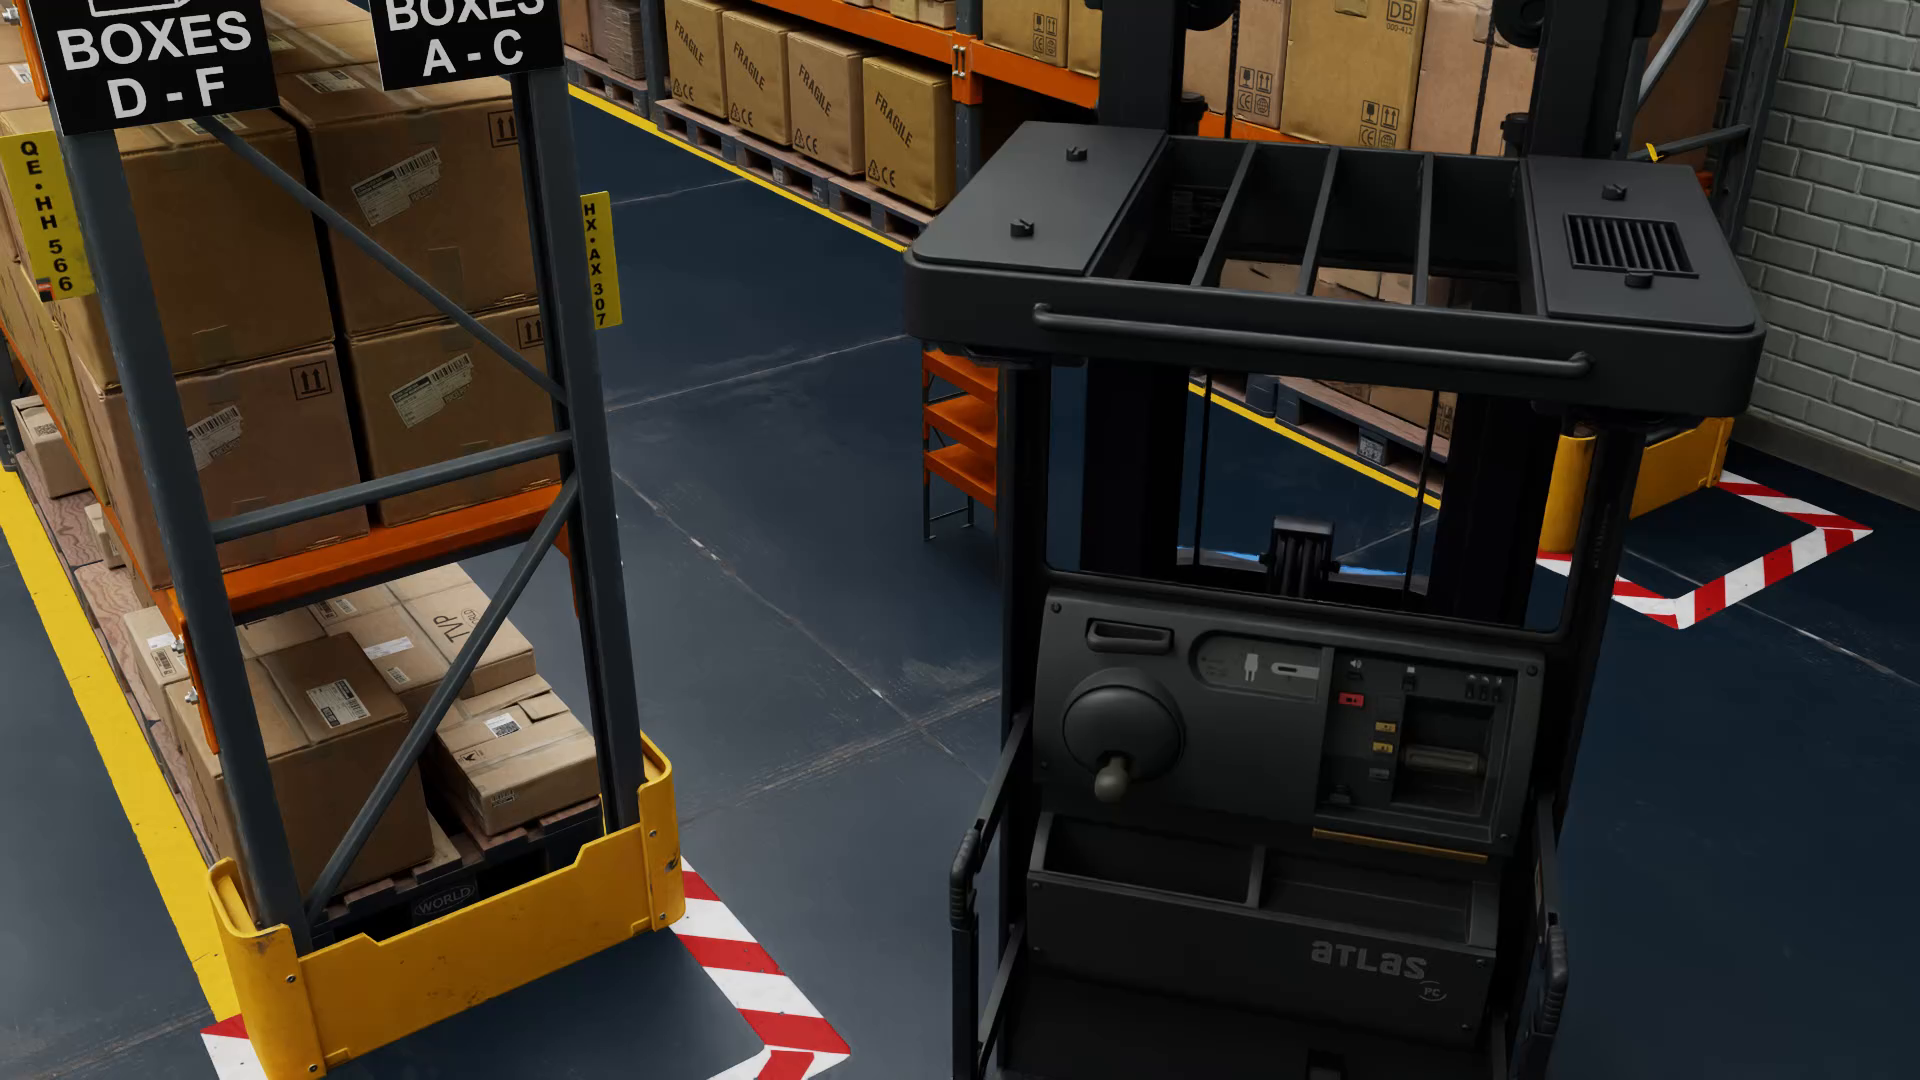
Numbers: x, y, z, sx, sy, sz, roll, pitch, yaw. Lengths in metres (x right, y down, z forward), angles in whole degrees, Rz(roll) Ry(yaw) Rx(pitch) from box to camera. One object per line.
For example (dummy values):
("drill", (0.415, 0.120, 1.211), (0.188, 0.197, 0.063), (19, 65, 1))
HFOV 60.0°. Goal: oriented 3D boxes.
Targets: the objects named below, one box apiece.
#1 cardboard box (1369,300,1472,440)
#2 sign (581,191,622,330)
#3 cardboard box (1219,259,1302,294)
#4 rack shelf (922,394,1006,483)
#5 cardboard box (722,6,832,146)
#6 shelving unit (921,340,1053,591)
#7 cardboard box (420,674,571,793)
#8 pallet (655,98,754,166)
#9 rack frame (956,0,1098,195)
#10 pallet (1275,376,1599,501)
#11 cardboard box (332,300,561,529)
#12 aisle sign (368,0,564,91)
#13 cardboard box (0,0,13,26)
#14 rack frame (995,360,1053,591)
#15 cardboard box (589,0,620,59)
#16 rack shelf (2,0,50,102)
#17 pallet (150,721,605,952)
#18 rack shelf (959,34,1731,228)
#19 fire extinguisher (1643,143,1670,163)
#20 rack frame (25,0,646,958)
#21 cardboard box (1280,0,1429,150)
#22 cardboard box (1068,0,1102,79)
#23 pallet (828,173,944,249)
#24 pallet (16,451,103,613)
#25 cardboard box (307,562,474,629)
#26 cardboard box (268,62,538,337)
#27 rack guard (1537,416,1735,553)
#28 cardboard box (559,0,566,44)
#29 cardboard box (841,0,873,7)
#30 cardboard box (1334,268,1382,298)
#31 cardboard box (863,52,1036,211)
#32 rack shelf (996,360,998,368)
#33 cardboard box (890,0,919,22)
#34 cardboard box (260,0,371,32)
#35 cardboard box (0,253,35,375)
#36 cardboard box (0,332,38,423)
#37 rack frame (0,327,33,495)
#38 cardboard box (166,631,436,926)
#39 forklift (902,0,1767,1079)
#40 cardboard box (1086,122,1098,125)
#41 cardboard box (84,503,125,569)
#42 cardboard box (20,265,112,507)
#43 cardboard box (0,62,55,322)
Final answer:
("cardboard box", (2.250, -0.823, 7.301), (0.700, 0.500, 0.500), (-19, 34, -31))
("sign", (-0.853, -0.650, 3.897), (0.100, 0.325, 0.005), (-19, 34, -31))
("cardboard box", (1.668, -1.213, 8.019), (0.700, 0.500, 0.500), (-20, 34, -32))
("rack shelf", (0.096, -0.404, 6.377), (0.258, 0.148, 0.480), (-19, 34, -31))
("cardboard box", (-1.080, -3.178, 11.270), (0.750, 0.750, 0.750), (-19, 34, -31))
("shelving unit", (0.096, -0.463, 6.345), (0.258, 1.200, 0.503), (-19, 34, -31))
("cardboard box", (-1.403, 0.577, 5.052), (0.380, 0.166, 0.250), (-19, 34, -31))
("pallet", (-1.507, -3.049, 12.144), (1.003, 0.211, 1.213), (-19, 34, -31))
("rack frame", (0.417, -3.047, 9.218), (1.000, 3.000, 0.127), (-19, 34, -31))
("pallet", (2.210, -0.556, 7.553), (1.003, 0.211, 1.213), (-19, 34, -31))
("cardboard box", (-1.338, -0.409, 4.255), (0.500, 0.500, 0.500), (-18, 33, -30))
("aisle sign", (-1.016, -1.317, 3.307), (0.394, 0.787, 0.004), (-19, 34, -31))
("cardboard box", (-2.674, -1.296, 4.840), (0.500, 0.500, 0.500), (-18, 33, -29))
("rack frame", (0.238, -0.368, 6.170), (0.240, 1.200, 0.015), (-19, 34, -31))
("cardboard box", (-2.567, -4.195, 13.490), (0.700, 0.500, 0.500), (-19, 34, -31))
("rack shelf", (-2.455, -1.899, 4.714), (1.077, 0.370, 4.000), (-19, 34, -31))
("pallet", (-1.803, 0.767, 5.117), (1.003, 0.211, 1.213), (-19, 34, -31))
("rack shelf", (1.578, -1.954, 7.958), (1.077, 0.370, 4.000), (-19, 34, -31))
("fire extinguisher", (2.449, -1.108, 6.119), (0.296, 0.674, 0.183), (-19, 34, -31))
("rack frame", (-1.295, -0.119, 3.827), (1.000, 3.000, 0.127), (-19, 34, -31))
("cardboard box", (2.003, -2.099, 7.158), (0.980, 0.700, 0.700), (-19, 34, -31))
("cardboard box", (1.138, -2.678, 8.224), (0.980, 0.700, 0.700), (-20, 34, -32))
("pallet", (-0.091, -2.101, 10.397), (1.003, 0.211, 1.213), (-19, 34, -31))
("pallet", (-3.218, -0.182, 6.864), (1.003, 0.211, 1.213), (-19, 34, -31))
("cardboard box", (-1.960, 0.217, 5.628), (0.500, 0.250, 0.500), (-19, 34, -31))
("cardboard box", (-1.338, -0.848, 4.016), (0.500, 0.500, 0.500), (-18, 33, -29))
("rack guard", (2.752, -0.384, 6.934), (1.175, 0.500, 0.348), (-19, 34, -31))
("cardboard box", (-3.179, -4.574, 14.187), (0.700, 0.500, 0.500), (-18, 33, -30))
("cardboard box", (-0.490, -3.290, 9.907), (0.380, 0.149, 0.250), (-19, 34, -31))
("cardboard box", (1.878, -1.206, 7.328), (0.380, 0.149, 0.250), (-18, 33, -29))
("cardboard box", (-0.065, -2.504, 10.030), (0.750, 0.750, 0.750), (-18, 33, -30))
("rack shelf", (0.096, -0.808, 6.158), (0.258, 0.148, 0.480), (-19, 34, -31))
("cardboard box", (-0.175, -3.090, 9.539), (0.380, 0.149, 0.250), (-18, 33, -30))
("cardboard box", (-1.933, -1.245, 4.747), (0.500, 0.500, 0.500), (-18, 33, -30))
("cardboard box", (-2.658, -0.854, 5.075), (0.500, 0.500, 0.500), (-19, 34, -31))
("cardboard box", (-4.135, -0.882, 7.389), (0.500, 0.500, 0.500), (-19, 34, -31))
("rack frame", (-3.615, -1.674, 6.690), (1.000, 3.000, 0.127), (-19, 34, -31))
("cardboard box", (-1.811, 0.643, 4.582), (0.500, 0.500, 0.500), (-19, 34, -31))
("forklift", (0.554, 0.386, 2.968), (1.130, 2.935, 3.031), (7, 29, 13))
("cardboard box", (0.845, -2.211, 9.177), (0.380, 0.149, 0.250), (-19, 34, -31))
("cardboard box", (-3.038, -0.066, 6.236), (0.380, 0.166, 0.250), (-19, 34, -31))
("cardboard box", (-2.081, -0.463, 4.354), (0.500, 0.500, 0.500), (-18, 34, -30))
("cardboard box", (-2.071, -0.896, 4.104), (0.500, 0.500, 0.500), (-18, 33, -29))
